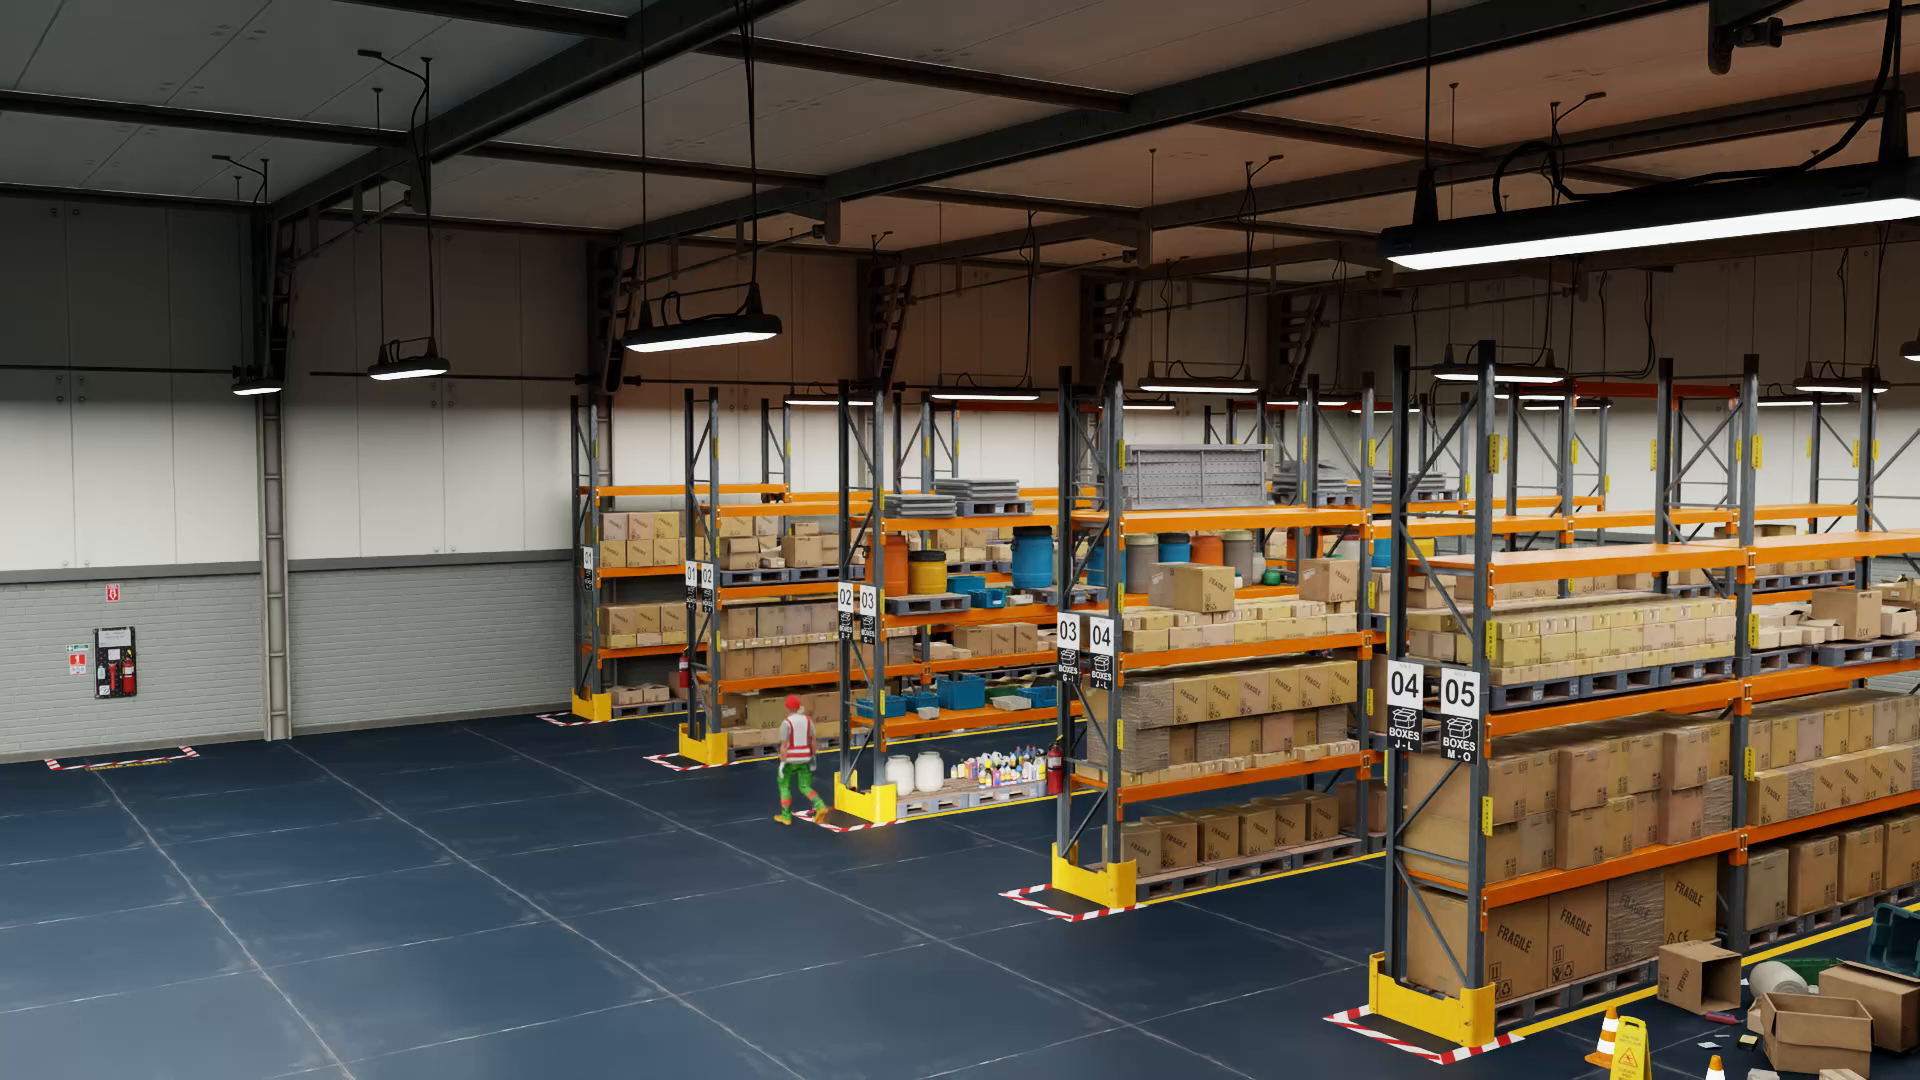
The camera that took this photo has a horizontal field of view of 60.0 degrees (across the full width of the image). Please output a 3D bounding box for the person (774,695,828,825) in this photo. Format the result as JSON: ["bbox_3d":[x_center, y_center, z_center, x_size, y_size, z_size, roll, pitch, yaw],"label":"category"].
[{"bbox_3d":[-2.139,2.949,22.156,0.610,1.755,0.955,-3,5,-42],"label":"person"}]
